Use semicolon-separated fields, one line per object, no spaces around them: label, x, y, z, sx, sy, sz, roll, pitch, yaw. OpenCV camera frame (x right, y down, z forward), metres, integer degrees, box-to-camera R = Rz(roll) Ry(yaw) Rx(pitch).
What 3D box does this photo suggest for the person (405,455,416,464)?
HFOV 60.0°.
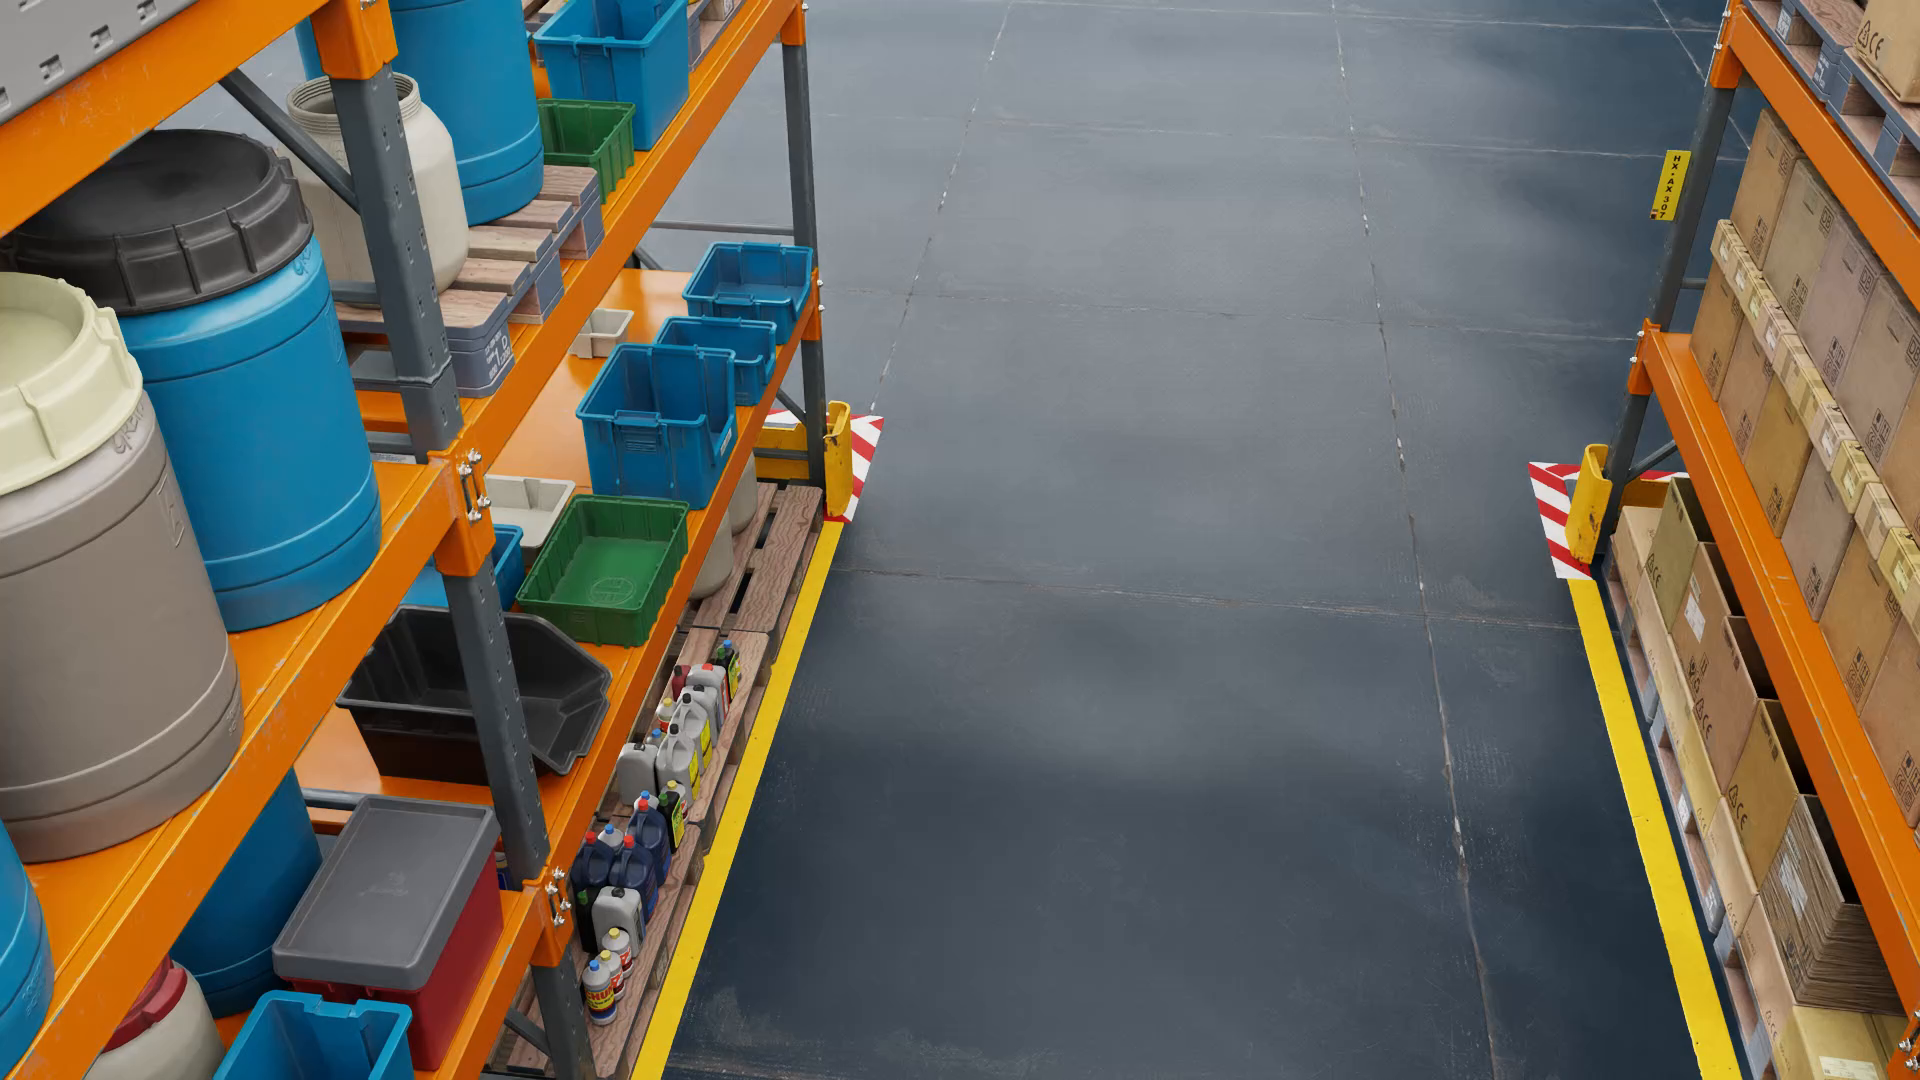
person;-2.608;-0.735;8.136;0.653;1.708;0.907;-8;36;-11
